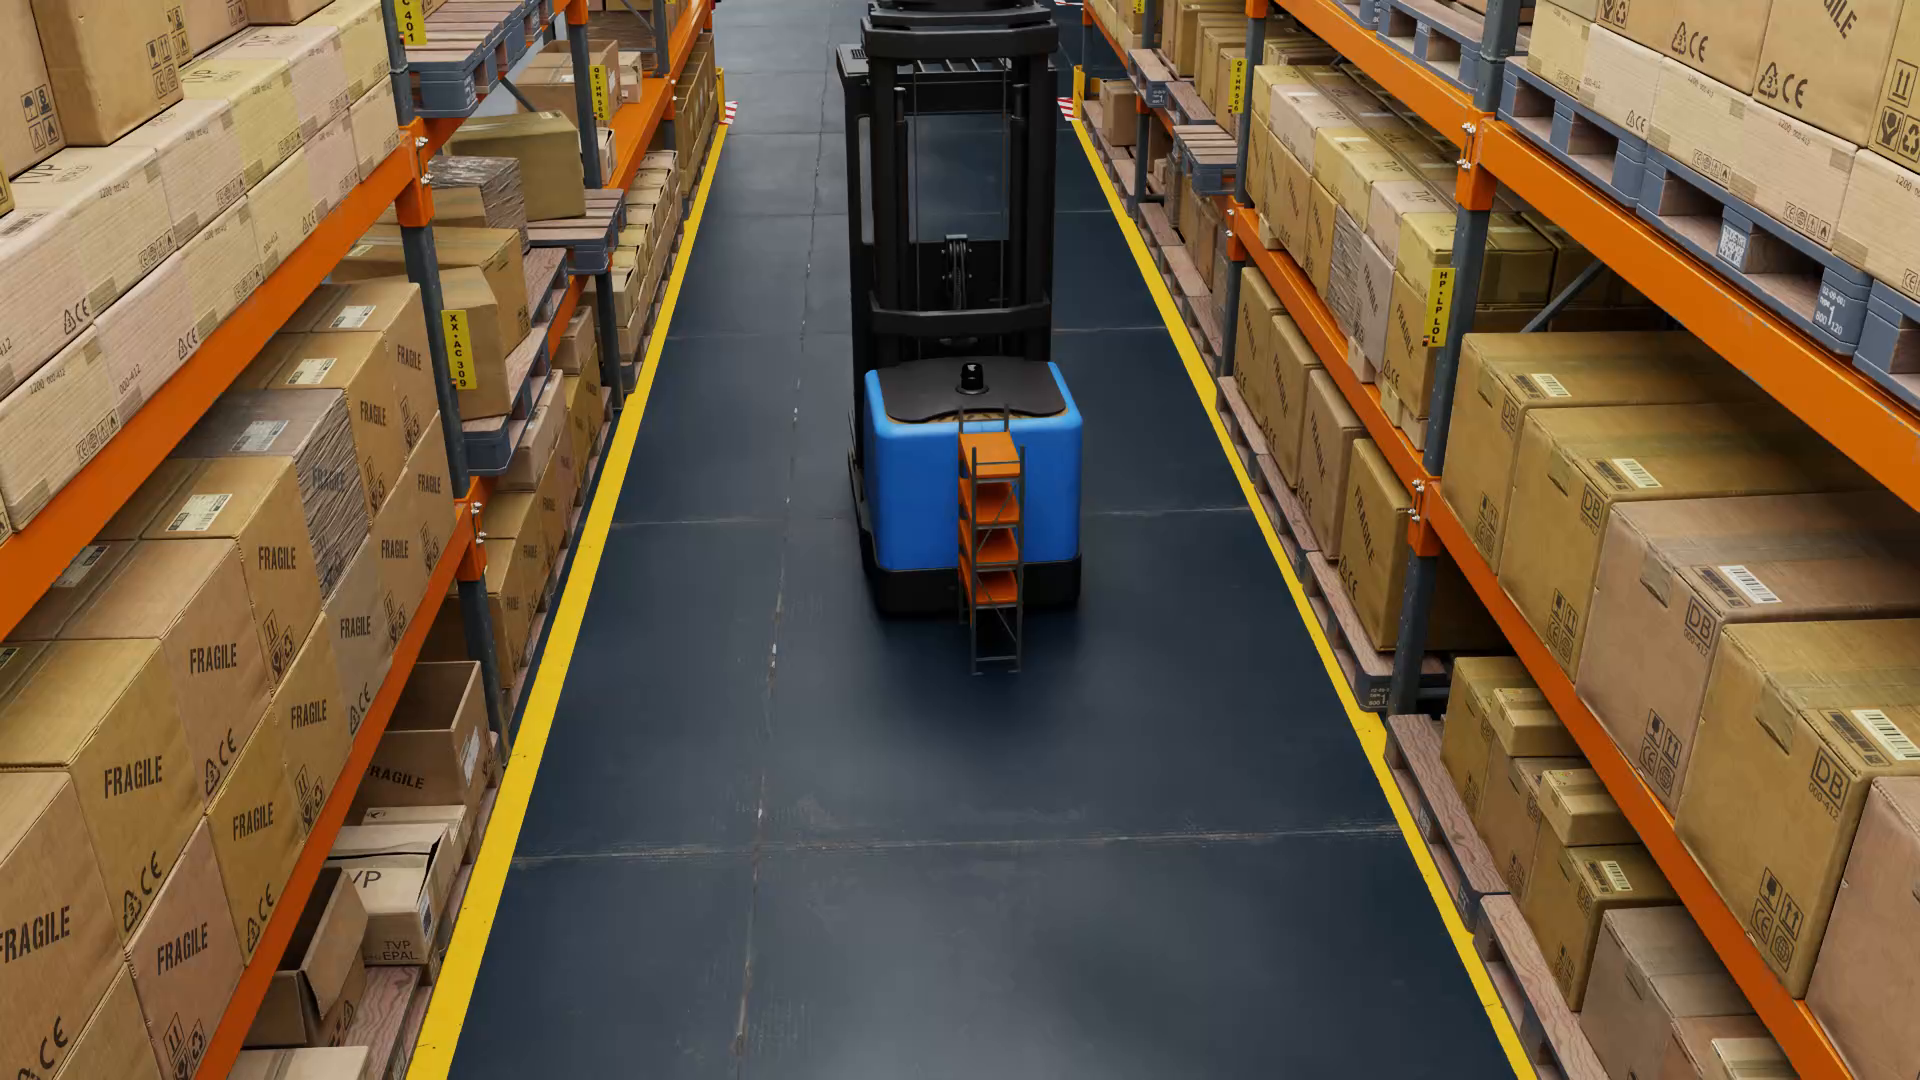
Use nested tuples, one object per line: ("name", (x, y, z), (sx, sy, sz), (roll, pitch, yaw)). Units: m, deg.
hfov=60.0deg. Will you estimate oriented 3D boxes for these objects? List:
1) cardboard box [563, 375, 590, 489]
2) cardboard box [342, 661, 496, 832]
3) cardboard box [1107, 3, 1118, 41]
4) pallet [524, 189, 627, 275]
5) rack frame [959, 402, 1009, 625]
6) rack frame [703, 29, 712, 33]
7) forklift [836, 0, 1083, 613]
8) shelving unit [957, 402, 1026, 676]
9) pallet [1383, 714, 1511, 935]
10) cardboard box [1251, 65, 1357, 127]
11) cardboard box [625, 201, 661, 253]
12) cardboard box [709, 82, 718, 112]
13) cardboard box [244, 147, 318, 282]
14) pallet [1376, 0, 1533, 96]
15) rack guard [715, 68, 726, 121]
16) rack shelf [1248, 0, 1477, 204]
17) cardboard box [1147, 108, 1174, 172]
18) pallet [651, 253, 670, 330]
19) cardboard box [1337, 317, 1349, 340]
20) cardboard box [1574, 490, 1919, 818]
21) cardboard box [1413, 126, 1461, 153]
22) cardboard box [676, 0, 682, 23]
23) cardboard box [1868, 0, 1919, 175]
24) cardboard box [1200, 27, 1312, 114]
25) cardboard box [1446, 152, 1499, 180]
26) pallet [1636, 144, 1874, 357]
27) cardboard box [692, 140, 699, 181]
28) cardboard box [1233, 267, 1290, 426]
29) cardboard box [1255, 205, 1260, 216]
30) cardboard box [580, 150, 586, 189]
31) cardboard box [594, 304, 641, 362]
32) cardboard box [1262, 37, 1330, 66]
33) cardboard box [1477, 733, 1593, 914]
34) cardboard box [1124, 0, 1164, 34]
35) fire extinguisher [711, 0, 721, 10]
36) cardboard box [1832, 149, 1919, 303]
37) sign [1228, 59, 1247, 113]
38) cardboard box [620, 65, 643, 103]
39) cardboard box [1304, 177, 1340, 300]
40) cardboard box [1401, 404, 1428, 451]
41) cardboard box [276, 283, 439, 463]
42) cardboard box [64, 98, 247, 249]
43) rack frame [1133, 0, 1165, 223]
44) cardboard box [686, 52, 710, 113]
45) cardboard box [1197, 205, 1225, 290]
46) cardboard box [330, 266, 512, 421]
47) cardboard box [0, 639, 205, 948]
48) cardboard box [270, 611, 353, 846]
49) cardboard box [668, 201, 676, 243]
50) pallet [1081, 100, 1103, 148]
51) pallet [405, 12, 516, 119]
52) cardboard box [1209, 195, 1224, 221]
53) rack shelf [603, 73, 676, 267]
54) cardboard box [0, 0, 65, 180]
("cardboard box", (-2.399, -0.609, 9.402), (0.500, 0.500, 0.500), (-2, 28, -5))
("cardboard box", (-2.187, 0.829, 6.645), (0.500, 0.500, 0.500), (-1, 28, -3))
("cardboard box", (1.642, -4.773, 15.297), (0.500, 0.250, 0.500), (-2, 28, -3))
("pallet", (-2.603, -1.792, 9.649), (1.213, 0.211, 1.003), (-1, 28, -3))
("rack frame", (0.114, -0.114, 8.170), (0.240, 1.200, 0.015), (-3, 28, -6))
("rack frame", (-3.127, -5.882, 17.285), (1.000, 3.000, 0.127), (-1, 28, -3))
("forklift", (-0.077, -1.586, 9.122), (1.130, 2.935, 3.031), (-3, 28, -6))
("shelving unit", (0.143, -0.002, 7.956), (0.258, 1.200, 0.503), (-3, 28, -6))
("pallet", (2.408, 1.127, 6.860), (1.003, 0.211, 1.213), (-1, 28, -3))
("cardboard box", (2.005, -2.598, 9.725), (0.500, 0.250, 0.500), (-1, 28, -1))
("cardboard box", (-2.531, -2.368, 12.459), (0.500, 0.311, 0.500), (-2, 28, -3))
("cardboard box", (-2.804, -4.609, 17.363), (0.500, 0.250, 0.500), (-1, 28, -3))
("cardboard box", (-2.159, -0.924, 4.697), (0.500, 0.250, 0.500), (-1, 28, -3))
("pallet", (2.349, -2.129, 7.052), (0.805, 0.209, 1.217), (-2, 28, -5))
("rack guard", (-3.128, -4.785, 17.884), (1.175, 0.500, 0.348), (-1, 28, -3))
("rack shelf", (2.342, -2.397, 8.136), (1.077, 0.370, 4.000), (-1, 28, -3))
("cardboard box", (1.935, -3.722, 15.369), (0.500, 0.500, 0.500), (-3, 28, -7))
("pallet", (-2.774, -1.895, 12.655), (1.003, 0.211, 1.213), (-1, 28, -3))
("cardboard box", (2.124, -1.097, 8.359), (0.380, 0.149, 0.250), (-2, 28, -4))
("cardboard box", (2.539, 0.329, 5.051), (0.980, 0.700, 0.700), (-3, 28, -5))
("cardboard box", (2.595, -1.912, 8.411), (0.500, 0.250, 0.500), (-2, 28, -4))
("cardboard box", (-3.063, -5.239, 15.943), (0.700, 0.500, 0.500), (-1, 28, -2))
("cardboard box", (2.330, -1.004, 3.477), (0.500, 0.500, 0.500), (-1, 28, -1))
("cardboard box", (2.116, -3.340, 11.827), (0.700, 0.500, 0.500), (-1, 28, -3))
("cardboard box", (2.618, -1.671, 7.948), (0.500, 0.250, 0.500), (-2, 28, -4))
("pallet", (2.540, -0.813, 4.417), (1.003, 0.211, 1.213), (-1, 28, -3))
("cardboard box", (-2.660, -3.455, 15.149), (0.500, 0.250, 0.500), (-1, 28, -3))
("cardboard box", (2.145, -1.200, 10.177), (0.750, 0.750, 0.750), (-2, 28, -3))
("cardboard box", (2.024, -2.049, 10.185), (0.380, 0.149, 0.250), (-2, 28, -3))
("cardboard box", (-2.684, -2.317, 10.546), (0.500, 0.311, 0.500), (0, 28, 1))
("cardboard box", (-2.443, -1.404, 11.217), (0.500, 0.250, 0.500), (-1, 28, -3))
("cardboard box", (2.158, -3.143, 10.747), (0.380, 0.149, 0.250), (-6, 28, -11))
("cardboard box", (2.406, 1.040, 6.261), (0.700, 0.500, 0.500), (-2, 28, -3))
("cardboard box", (1.695, -4.642, 14.237), (0.500, 0.500, 0.500), (-1, 28, -3))
("fire extinguisher", (-2.669, -5.914, 17.429), (0.296, 0.674, 0.183), (-1, 28, -3))
("cardboard box", (2.324, -0.681, 3.668), (0.500, 0.250, 0.500), (-2, 28, -5))
("sign", (1.696, -2.770, 10.151), (0.100, 0.325, 0.005), (-1, 28, -3))
("cardboard box", (-2.689, -3.574, 13.004), (0.396, 0.266, 0.258), (-2, 28, -4))
("cardboard box", (2.085, -1.552, 8.531), (0.500, 0.500, 0.500), (-1, 28, -1))
("cardboard box", (2.146, -0.509, 7.232), (0.380, 0.149, 0.250), (-1, 28, -2))
("cardboard box", (-2.215, -0.601, 5.970), (0.500, 0.500, 0.500), (-1, 28, -2))
("cardboard box", (-2.132, -0.915, 4.139), (0.500, 0.250, 0.500), (-1, 28, -3))
("rack frame", (2.029, -4.157, 13.976), (1.000, 3.000, 0.127), (-1, 28, -3))
("cardboard box", (-2.735, -4.480, 16.304), (0.500, 0.500, 0.500), (-1, 28, -3))
("cardboard box", (2.183, -2.197, 12.446), (0.700, 0.500, 0.500), (-2, 28, -3))
("cardboard box", (-2.301, -0.795, 6.969), (0.700, 0.500, 0.500), (-11, 29, -20))
("cardboard box", (-2.086, 0.566, 3.731), (0.500, 0.500, 0.500), (-1, 28, -2))
("cardboard box", (-2.131, 0.550, 4.844), (0.500, 0.500, 0.500), (-1, 28, -2))
("cardboard box", (-2.582, -2.584, 13.480), (0.500, 0.250, 0.500), (-2, 28, -3))
("pallet", (1.831, -4.356, 17.374), (1.003, 0.211, 1.213), (-1, 28, -3))
("pallet", (-2.464, -1.890, 6.590), (1.213, 0.211, 1.003), (-1, 28, -3))
("cardboard box", (2.149, -2.562, 12.335), (0.500, 0.250, 0.500), (-2, 28, -3))
("rack shelf", (-2.813, -2.793, 12.139), (1.077, 0.370, 4.000), (-1, 28, -3))
("cardboard box", (-2.409, -1.009, 3.508), (0.700, 0.500, 0.500), (-1, 28, -3))
